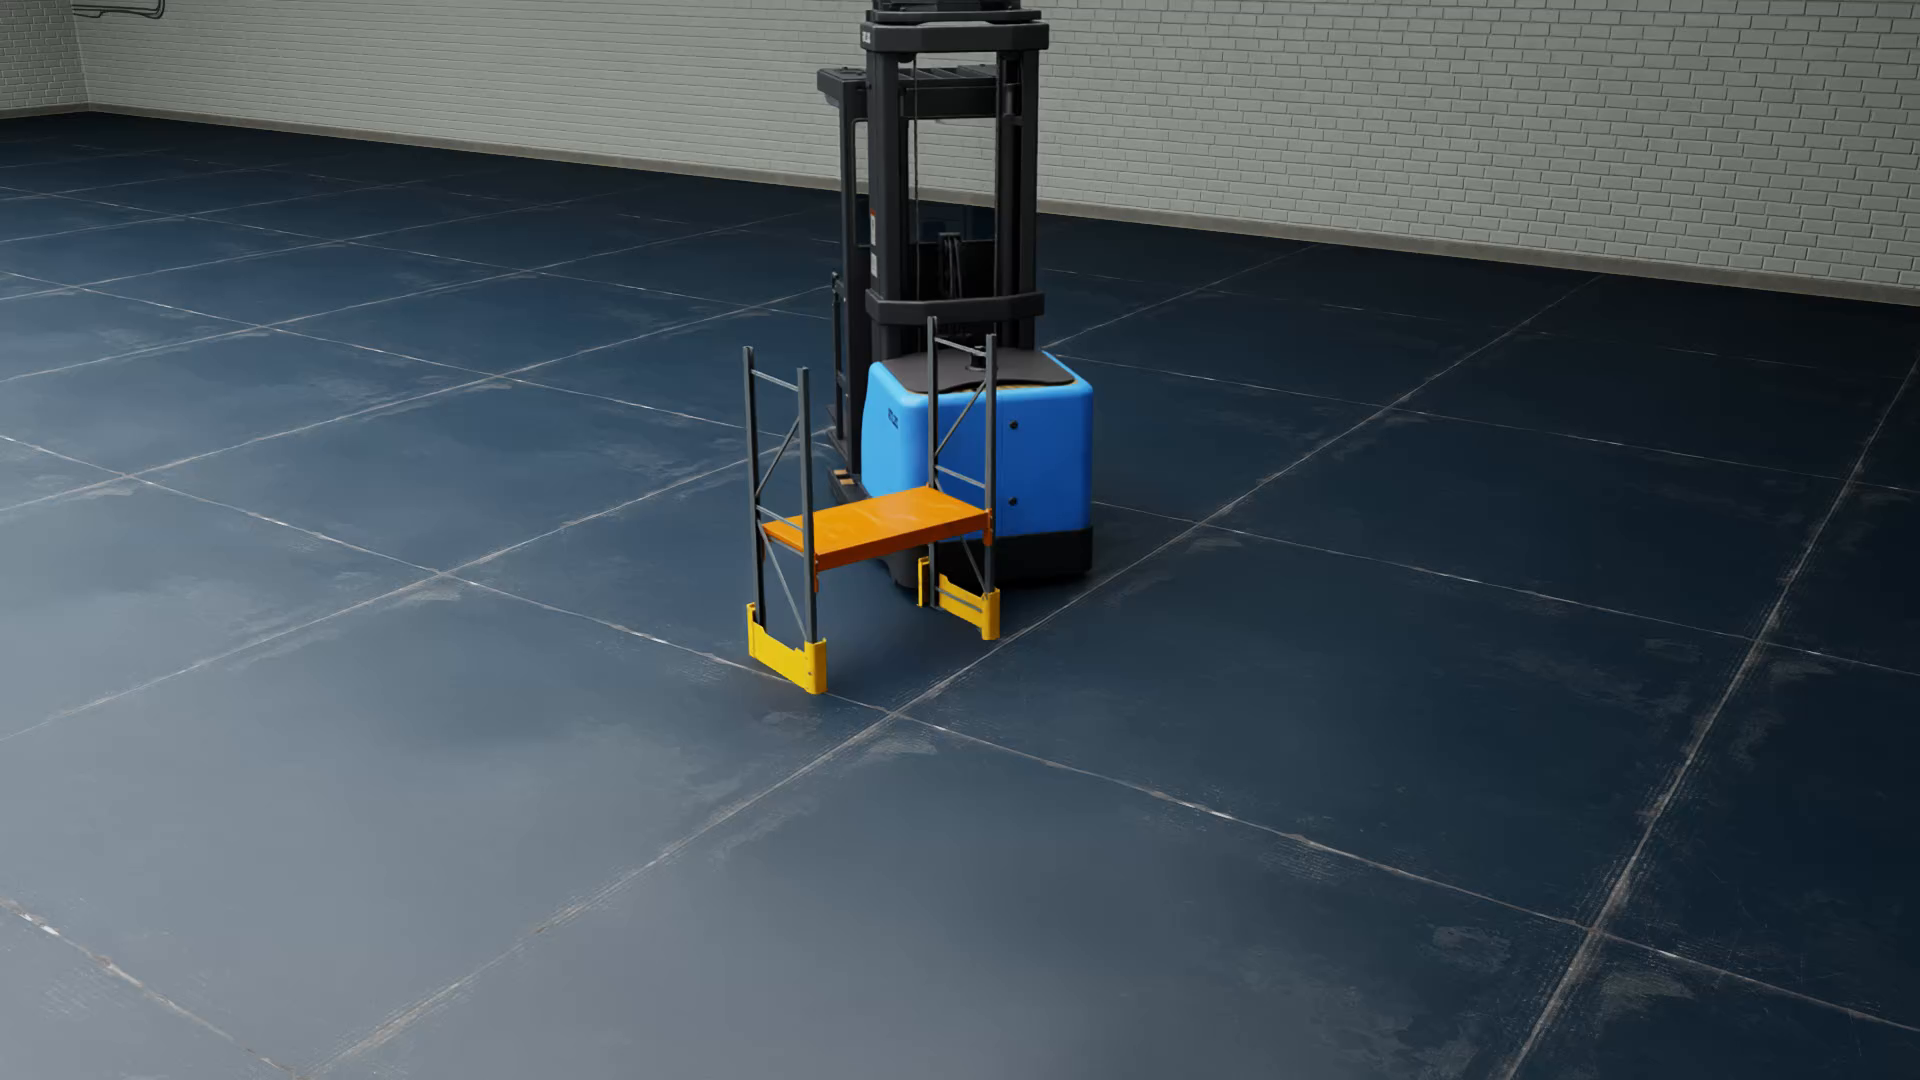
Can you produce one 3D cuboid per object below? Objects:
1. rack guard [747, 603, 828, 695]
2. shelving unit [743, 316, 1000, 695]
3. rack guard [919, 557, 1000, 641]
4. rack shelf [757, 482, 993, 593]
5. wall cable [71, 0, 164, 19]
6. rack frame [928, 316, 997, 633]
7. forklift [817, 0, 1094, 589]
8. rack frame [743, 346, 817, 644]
[{"bbox_3d":[-0.803,0.497,7.699,0.087,0.250,0.587,-15,25,-34],"label":"rack guard"},{"bbox_3d":[-0.406,-0.194,7.764,1.083,1.500,0.587,-15,25,-34],"label":"shelving unit"},{"bbox_3d":[-0.008,0.288,8.262,0.087,0.250,0.587,-15,25,-34],"label":"rack guard"},{"bbox_3d":[-0.398,-0.027,7.831,1.000,0.185,0.538,-15,25,-34],"label":"rack shelf"},{"bbox_3d":[-15.077,-10.496,29.281,3.097,2.526,0.112,13,24,32],"label":"wall cable"},{"bbox_3d":[0.007,-0.302,8.056,0.032,1.500,0.500,-15,25,-34],"label":"rack frame"},{"bbox_3d":[-0.177,-1.603,9.512,1.130,2.935,3.031,-5,21,-14],"label":"forklift"},{"bbox_3d":[-0.804,-0.089,7.481,0.032,1.500,0.500,-15,25,-34],"label":"rack frame"}]
